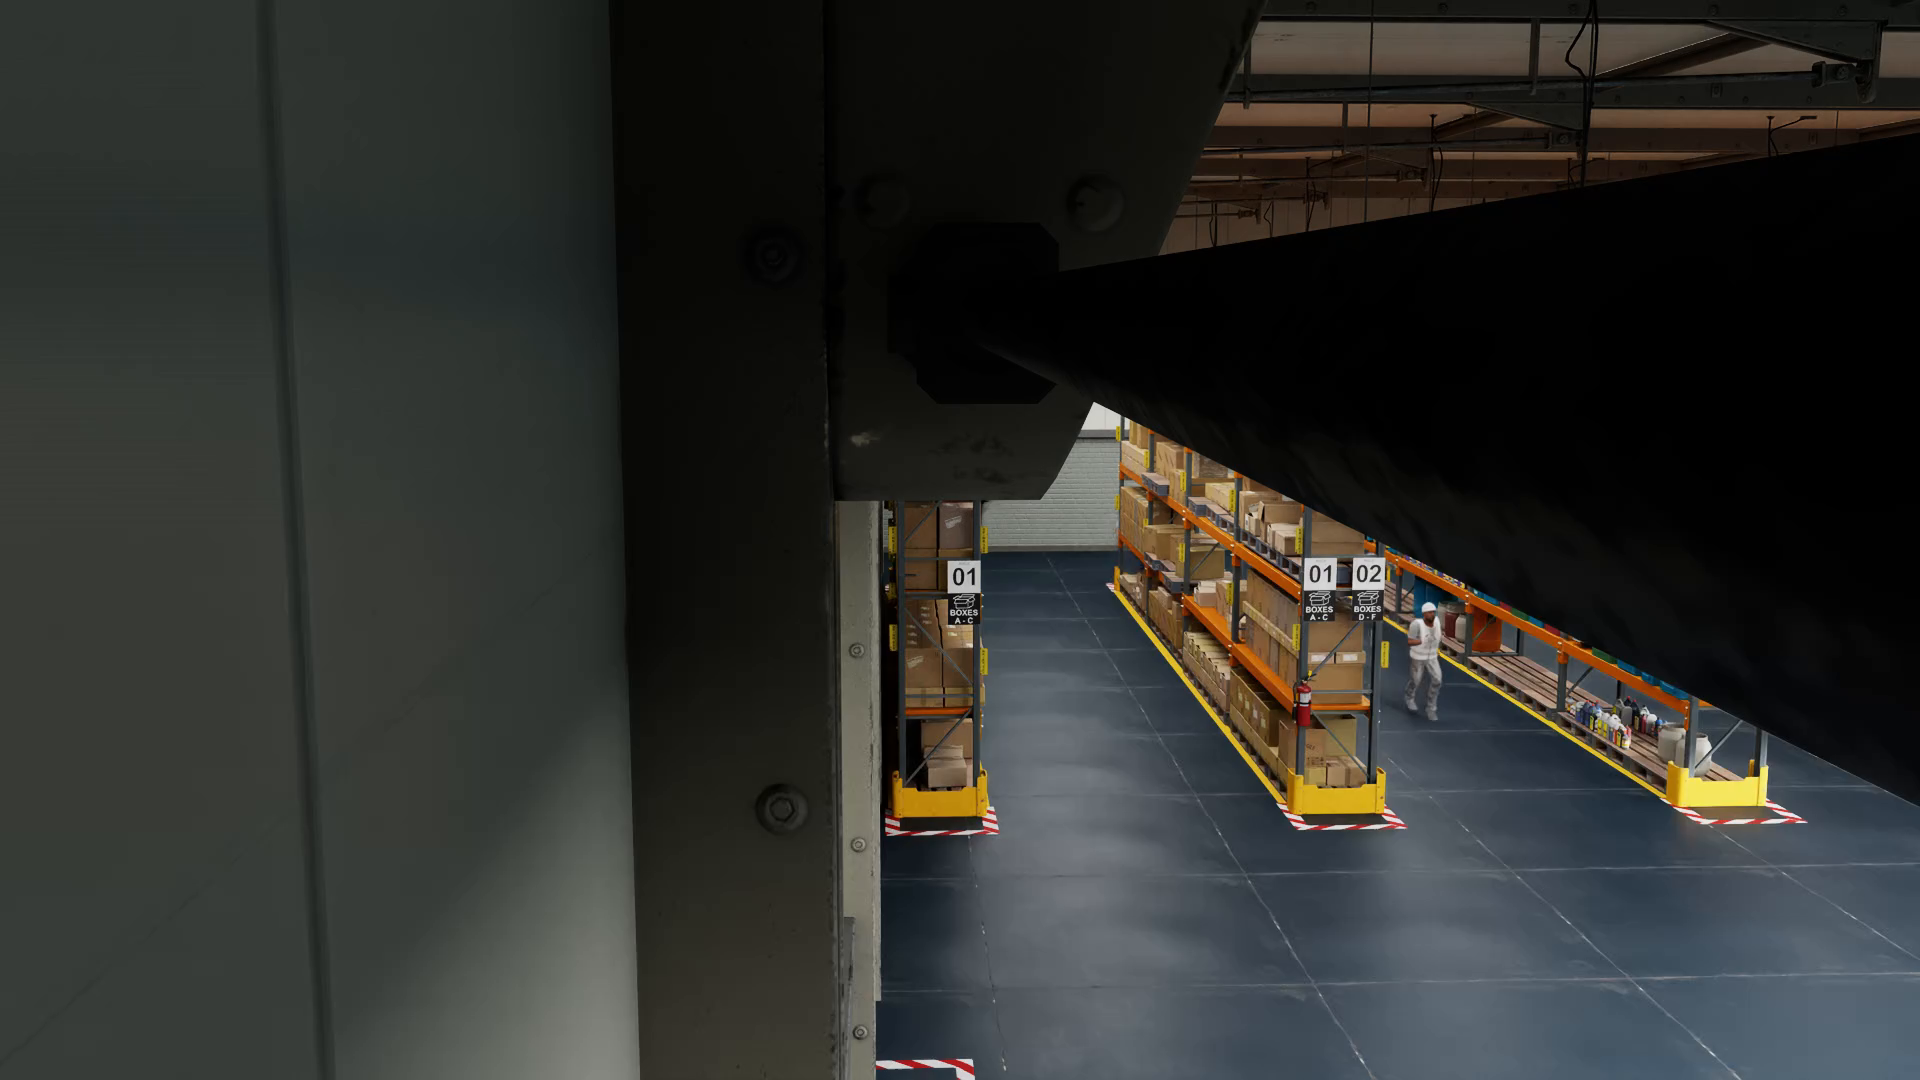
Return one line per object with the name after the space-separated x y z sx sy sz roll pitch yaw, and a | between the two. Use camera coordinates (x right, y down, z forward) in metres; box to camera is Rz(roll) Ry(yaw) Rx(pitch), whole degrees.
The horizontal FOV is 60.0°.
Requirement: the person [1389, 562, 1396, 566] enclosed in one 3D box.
10.556 -0.106 39.113 0.852 1.703 0.498 2 8 12 | person

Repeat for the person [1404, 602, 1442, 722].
7.042 1.835 25.311 0.658 1.843 0.877 -2 8 -11 | person
